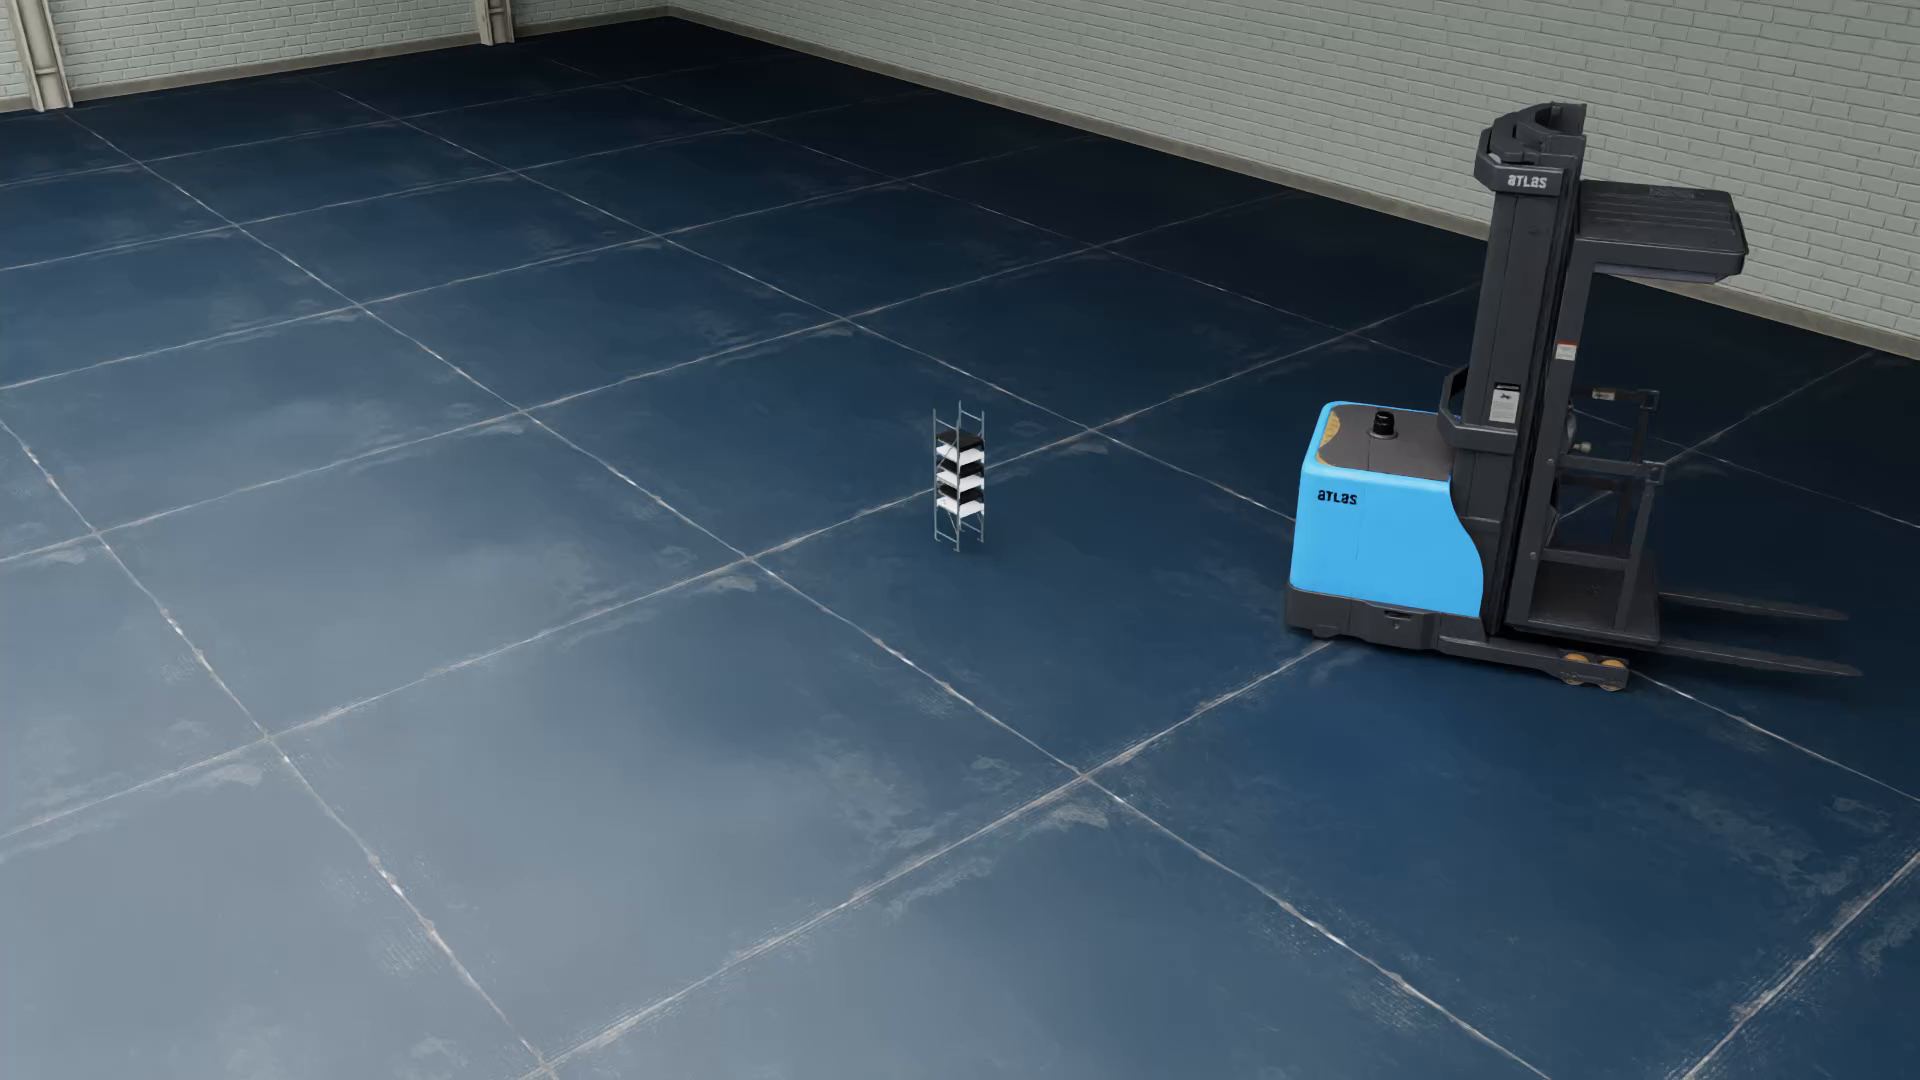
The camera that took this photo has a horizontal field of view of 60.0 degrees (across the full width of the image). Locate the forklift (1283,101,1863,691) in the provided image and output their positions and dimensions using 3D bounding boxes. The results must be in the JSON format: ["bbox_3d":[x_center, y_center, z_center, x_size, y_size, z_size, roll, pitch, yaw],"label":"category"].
[{"bbox_3d":[3.444,-0.752,8.906,3.031,2.935,1.130,9,29,16],"label":"forklift"}]

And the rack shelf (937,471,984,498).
[{"bbox_3d":[-0.006,-0.365,10.407,0.200,0.077,0.258,-22,35,-35],"label":"rack shelf"}]

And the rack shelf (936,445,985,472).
[{"bbox_3d":[-0.006,-0.524,10.322,0.200,0.077,0.258,-22,35,-35],"label":"rack shelf"}]

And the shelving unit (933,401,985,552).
[{"bbox_3d":[-0.006,-0.394,10.392,0.210,0.900,0.258,-22,35,-35],"label":"shelving unit"}]

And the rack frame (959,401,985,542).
[{"bbox_3d":[0.071,-0.426,10.450,0.006,0.900,0.240,-22,35,-35],"label":"rack frame"}]

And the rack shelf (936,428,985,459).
[{"bbox_3d":[-0.006,-0.603,10.280,0.200,0.077,0.258,-22,35,-35],"label":"rack shelf"}]

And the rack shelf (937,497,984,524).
[{"bbox_3d":[-0.006,-0.206,10.492,0.200,0.077,0.258,-22,35,-35],"label":"rack shelf"}]

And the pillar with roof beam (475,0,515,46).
[{"bbox_3d":[-3.909,-9.638,19.096,0.400,9.000,9.100,-22,35,-35],"label":"pillar with roof beam"}]

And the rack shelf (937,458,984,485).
[{"bbox_3d":[-0.006,-0.444,10.365,0.200,0.077,0.258,-22,35,-35],"label":"rack shelf"}]

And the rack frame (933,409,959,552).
[{"bbox_3d":[-0.084,-0.363,10.333,0.006,0.900,0.240,-22,35,-35],"label":"rack frame"}]

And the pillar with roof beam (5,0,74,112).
[{"bbox_3d":[-8.473,-7.803,15.661,0.400,9.000,9.100,-22,35,-35],"label":"pillar with roof beam"}]

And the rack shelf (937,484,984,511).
[{"bbox_3d":[-0.006,-0.286,10.450,0.200,0.077,0.258,-22,35,-35],"label":"rack shelf"}]
